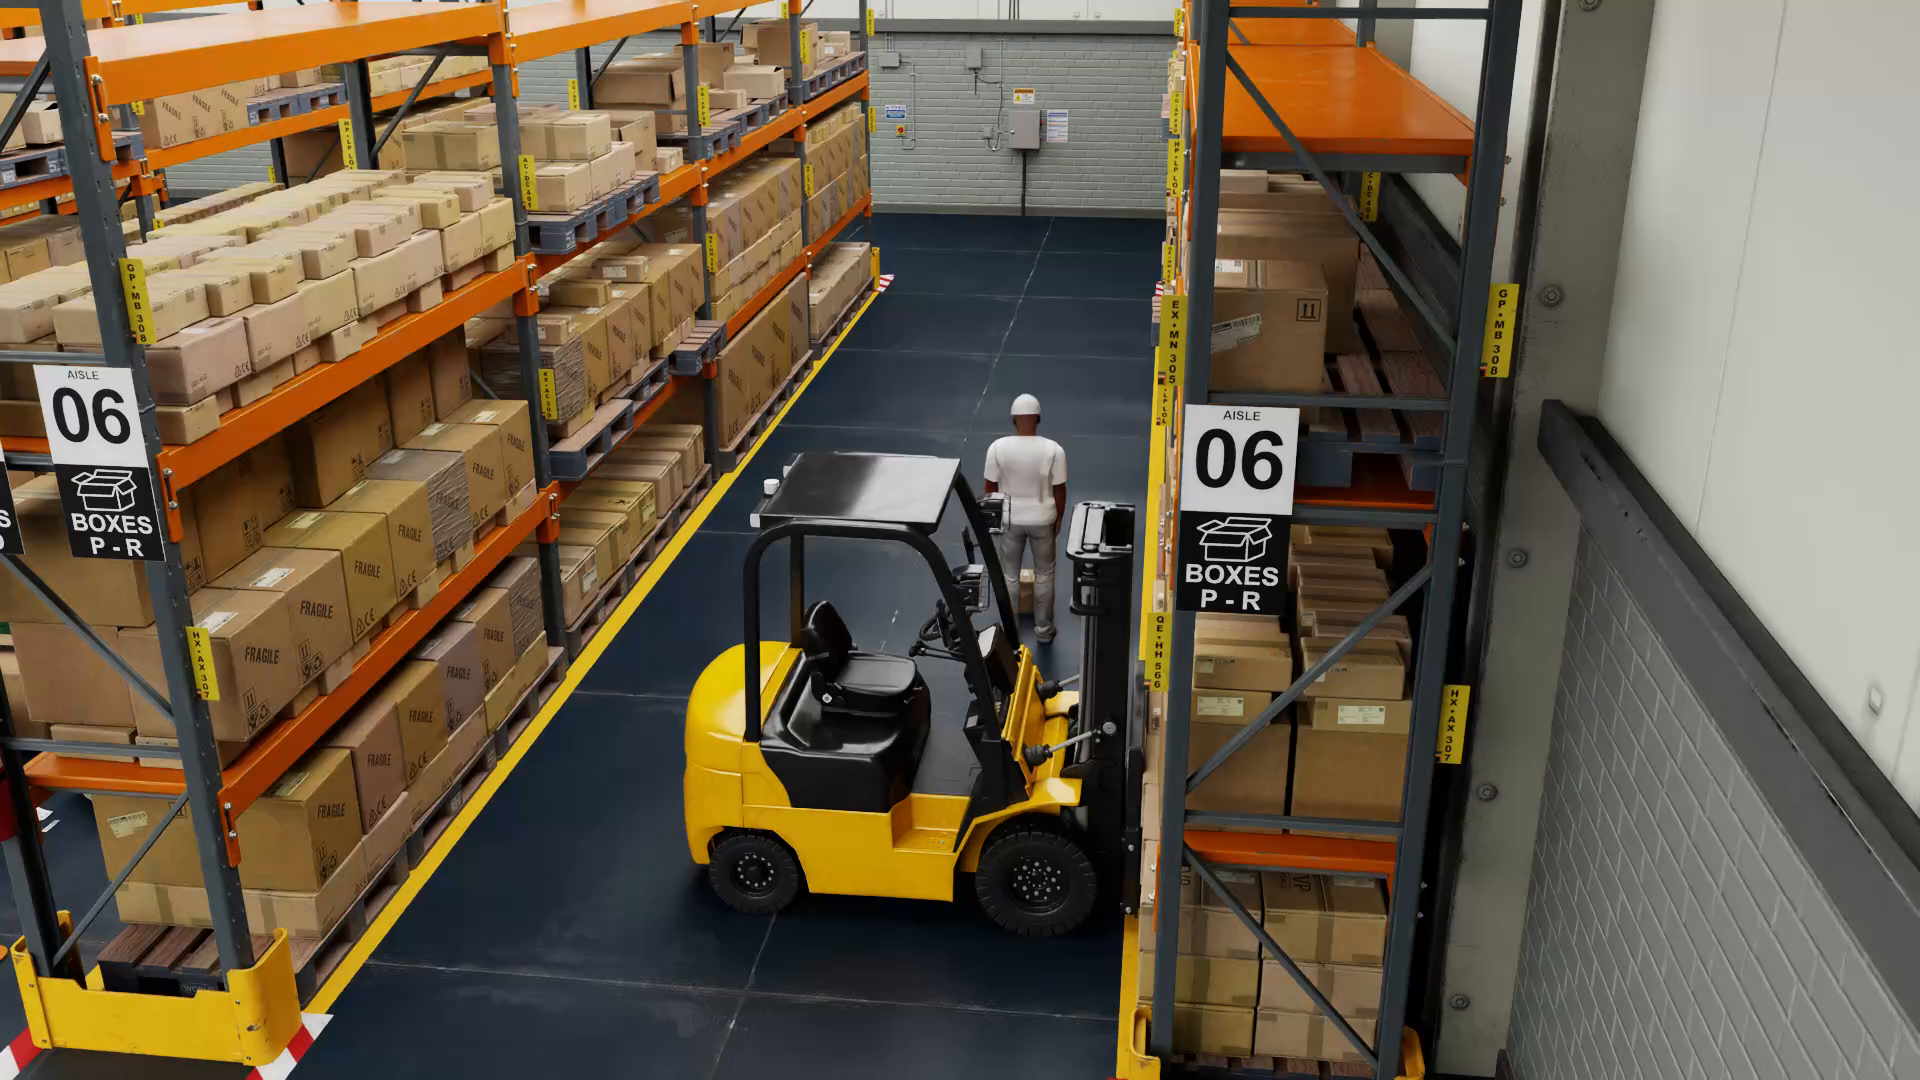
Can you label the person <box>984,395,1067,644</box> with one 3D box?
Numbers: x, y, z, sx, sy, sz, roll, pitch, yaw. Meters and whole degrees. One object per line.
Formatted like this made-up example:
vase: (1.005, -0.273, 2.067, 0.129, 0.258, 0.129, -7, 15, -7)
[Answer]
person: (0.449, -0.148, 11.440, 0.567, 1.760, 0.363, 3, 21, 7)
